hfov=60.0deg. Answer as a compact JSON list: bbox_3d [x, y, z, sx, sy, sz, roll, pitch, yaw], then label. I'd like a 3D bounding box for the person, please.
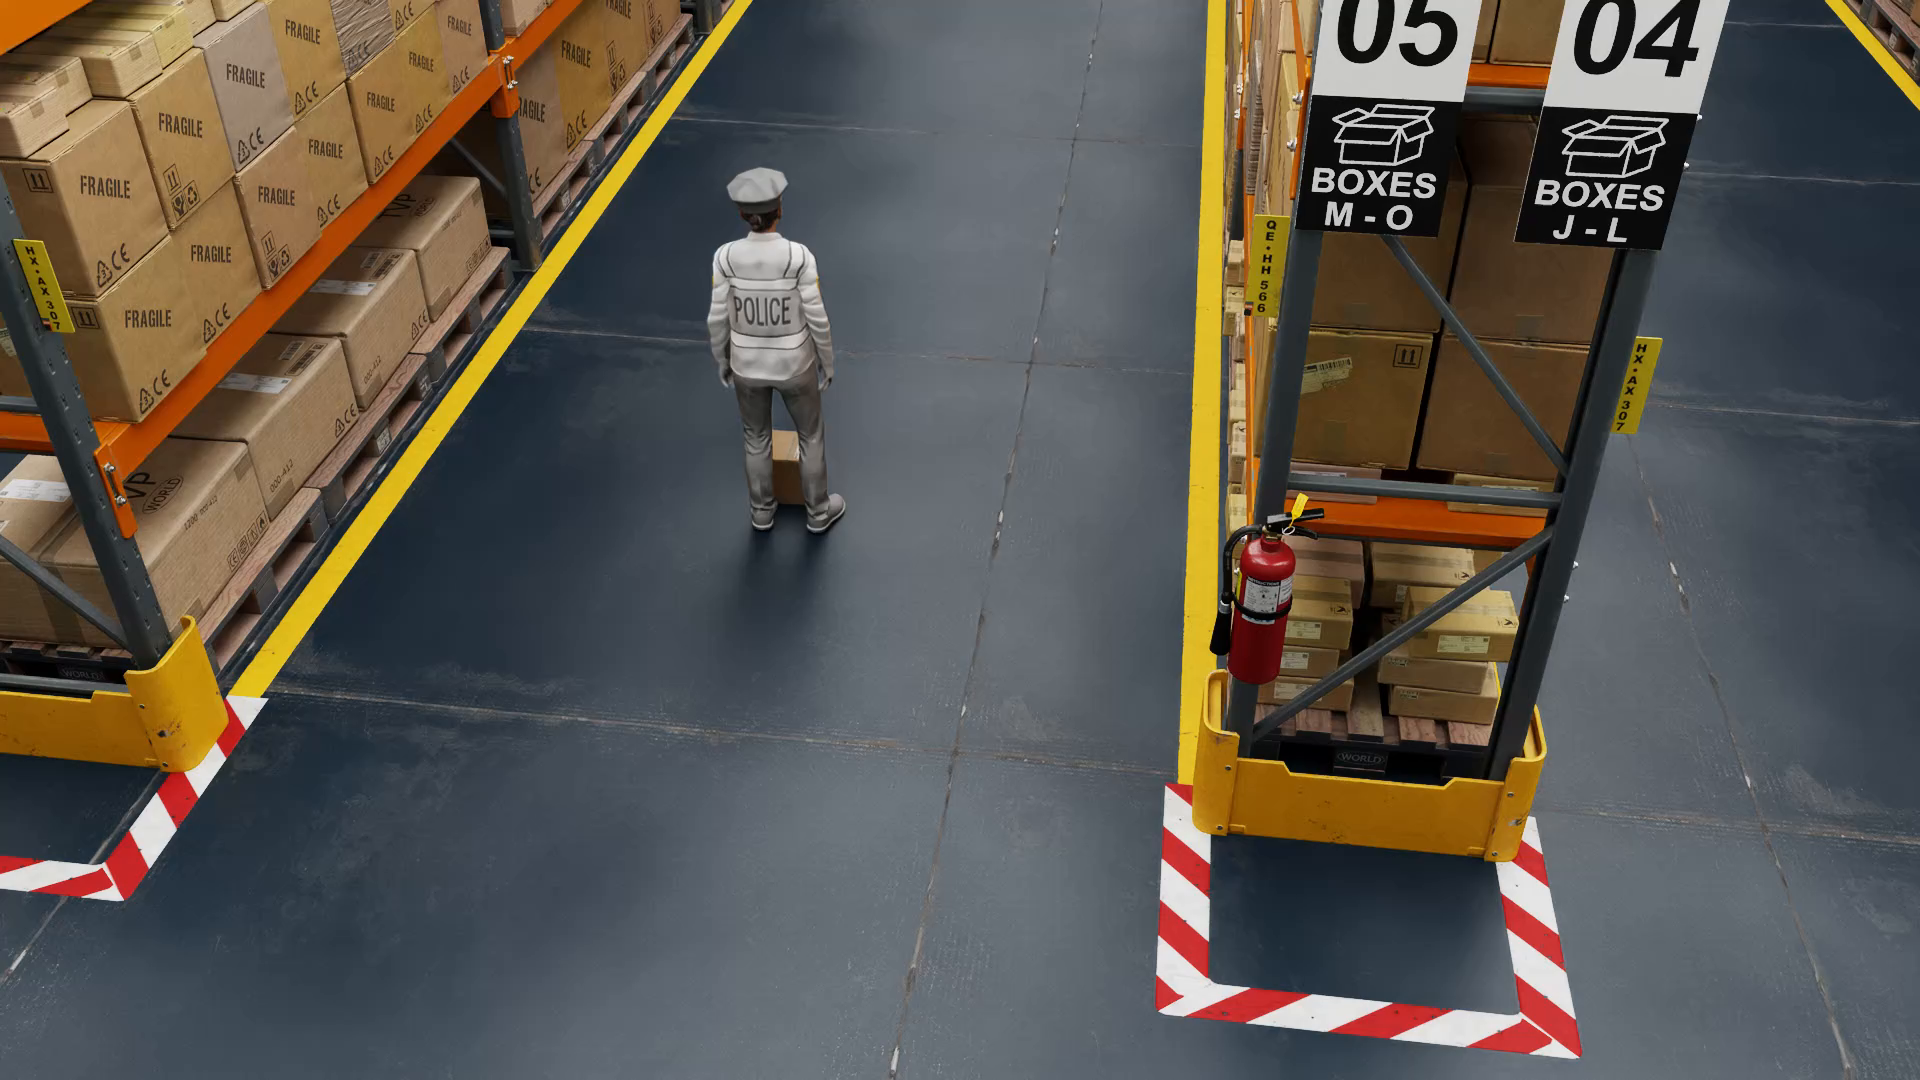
[{"bbox_3d":[-0.803,-0.763,7.183,0.527,1.662,0.375,3,36,4],"label":"person"}]
